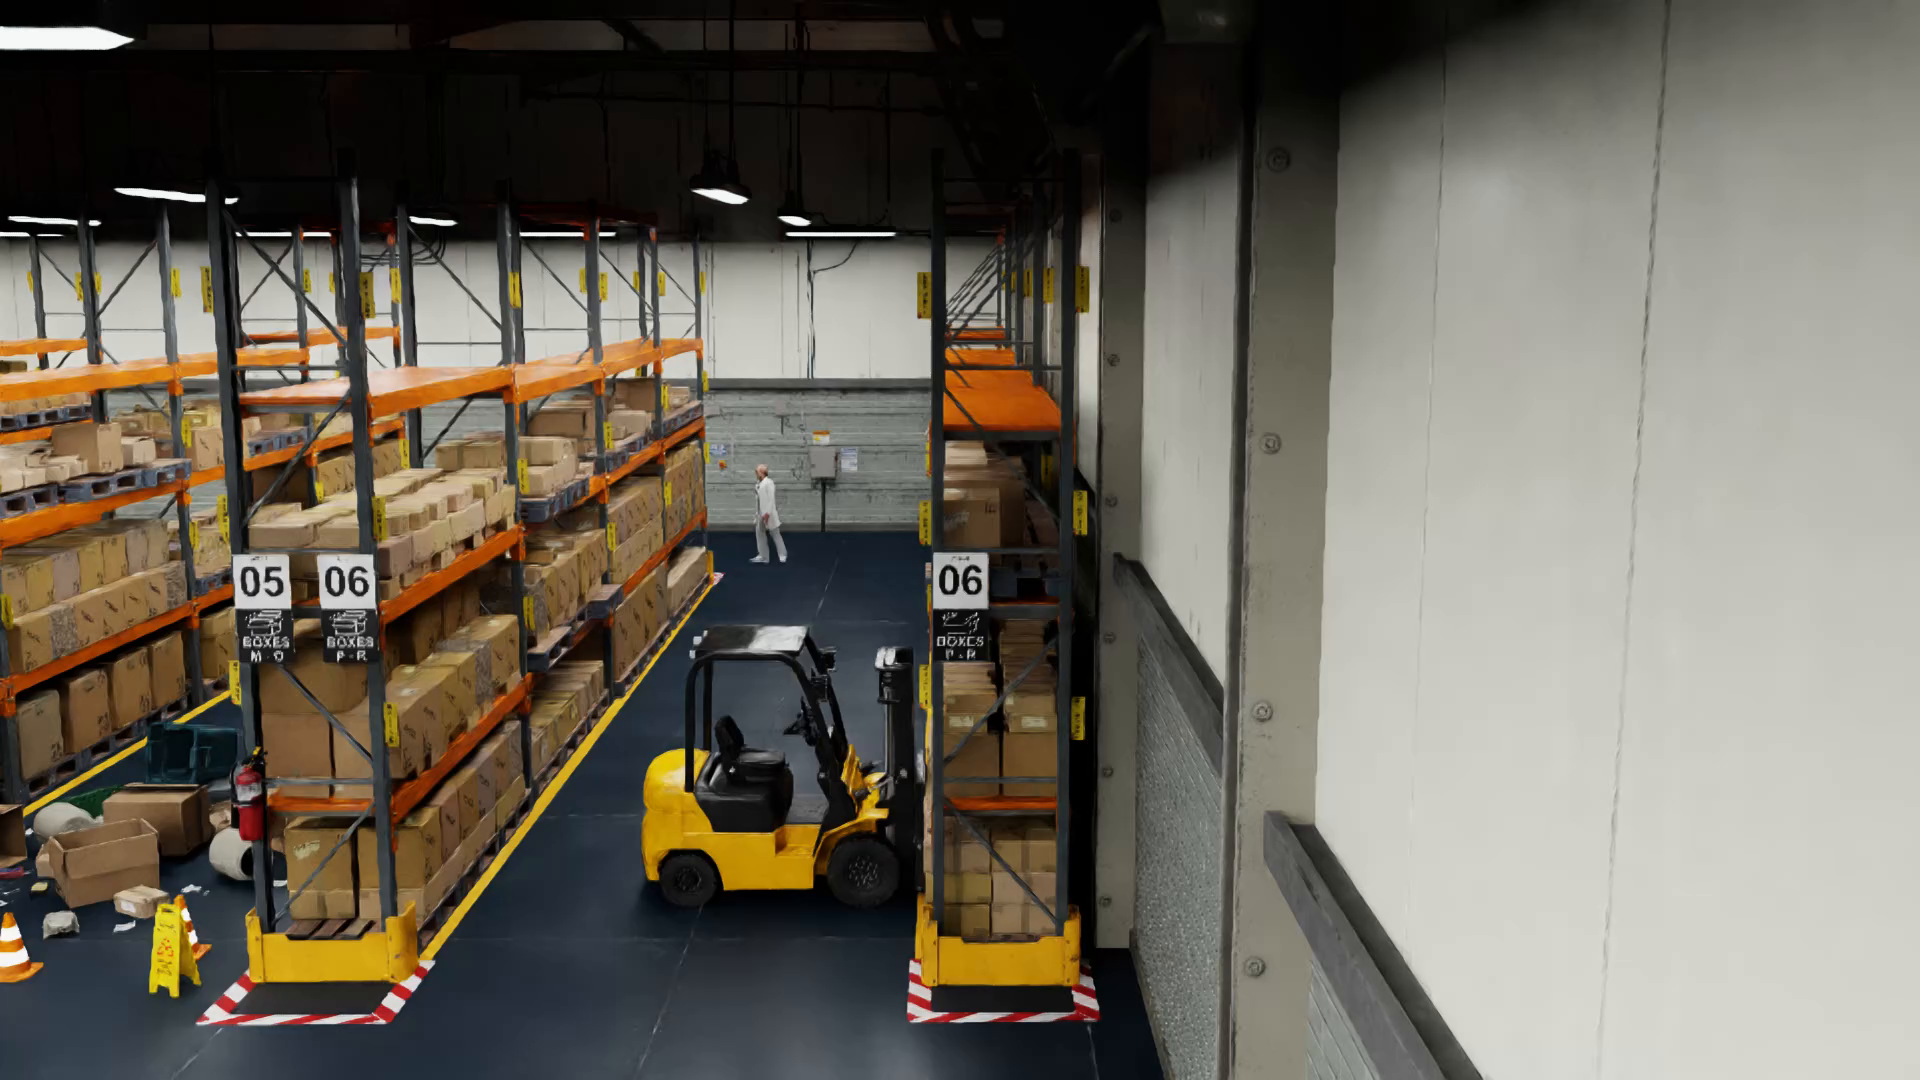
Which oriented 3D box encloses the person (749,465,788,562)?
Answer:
[{"bbox_3d":[-3.437,-0.472,29.862,0.674,1.770,0.618,-6,11,-34],"label":"person"}]
